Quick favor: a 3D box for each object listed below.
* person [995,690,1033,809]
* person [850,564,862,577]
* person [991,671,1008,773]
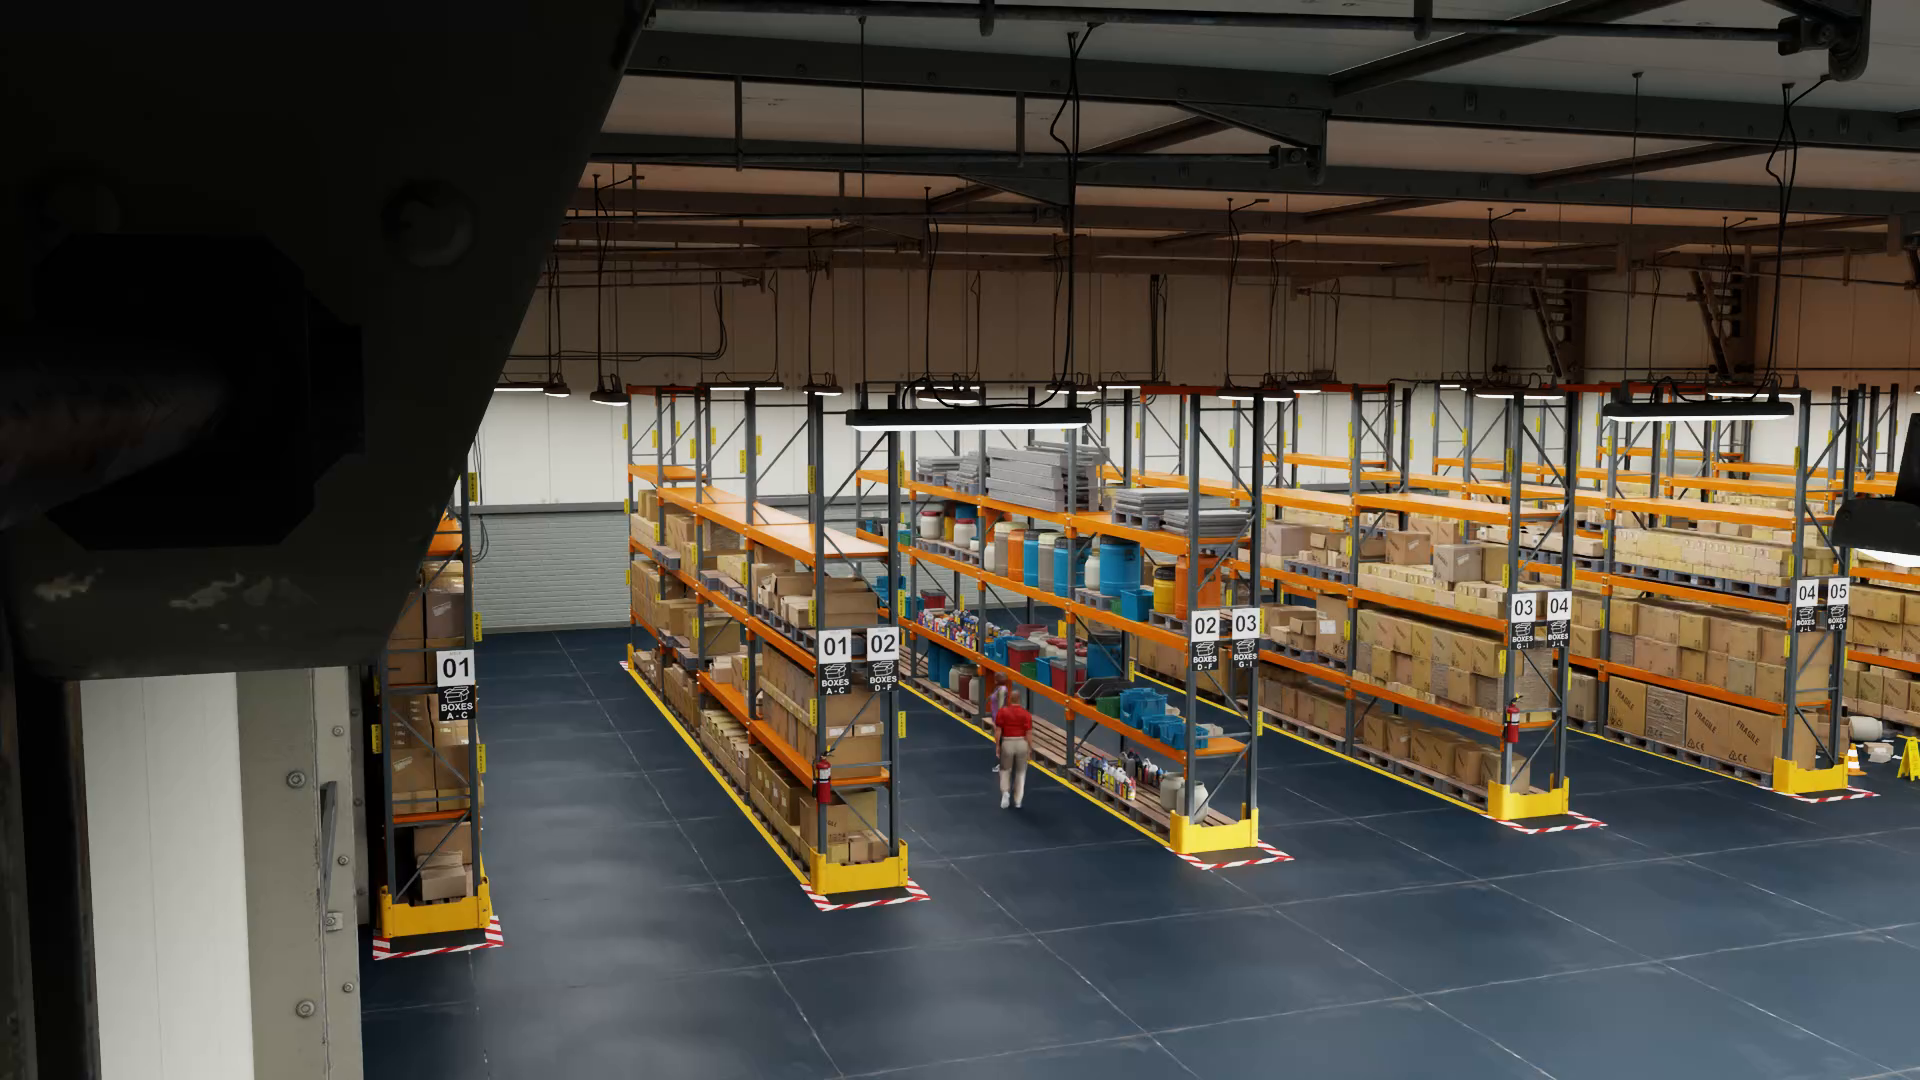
[{"bbox_3d":[0.769,3.003,23.847,0.548,1.714,0.609,1,6,10],"label":"person"},{"bbox_3d":[-2.444,1.432,38.852,0.700,1.764,0.587,2,6,23],"label":"person"},{"bbox_3d":[0.647,2.852,26.071,0.347,1.620,0.455,0,6,-2],"label":"person"}]
